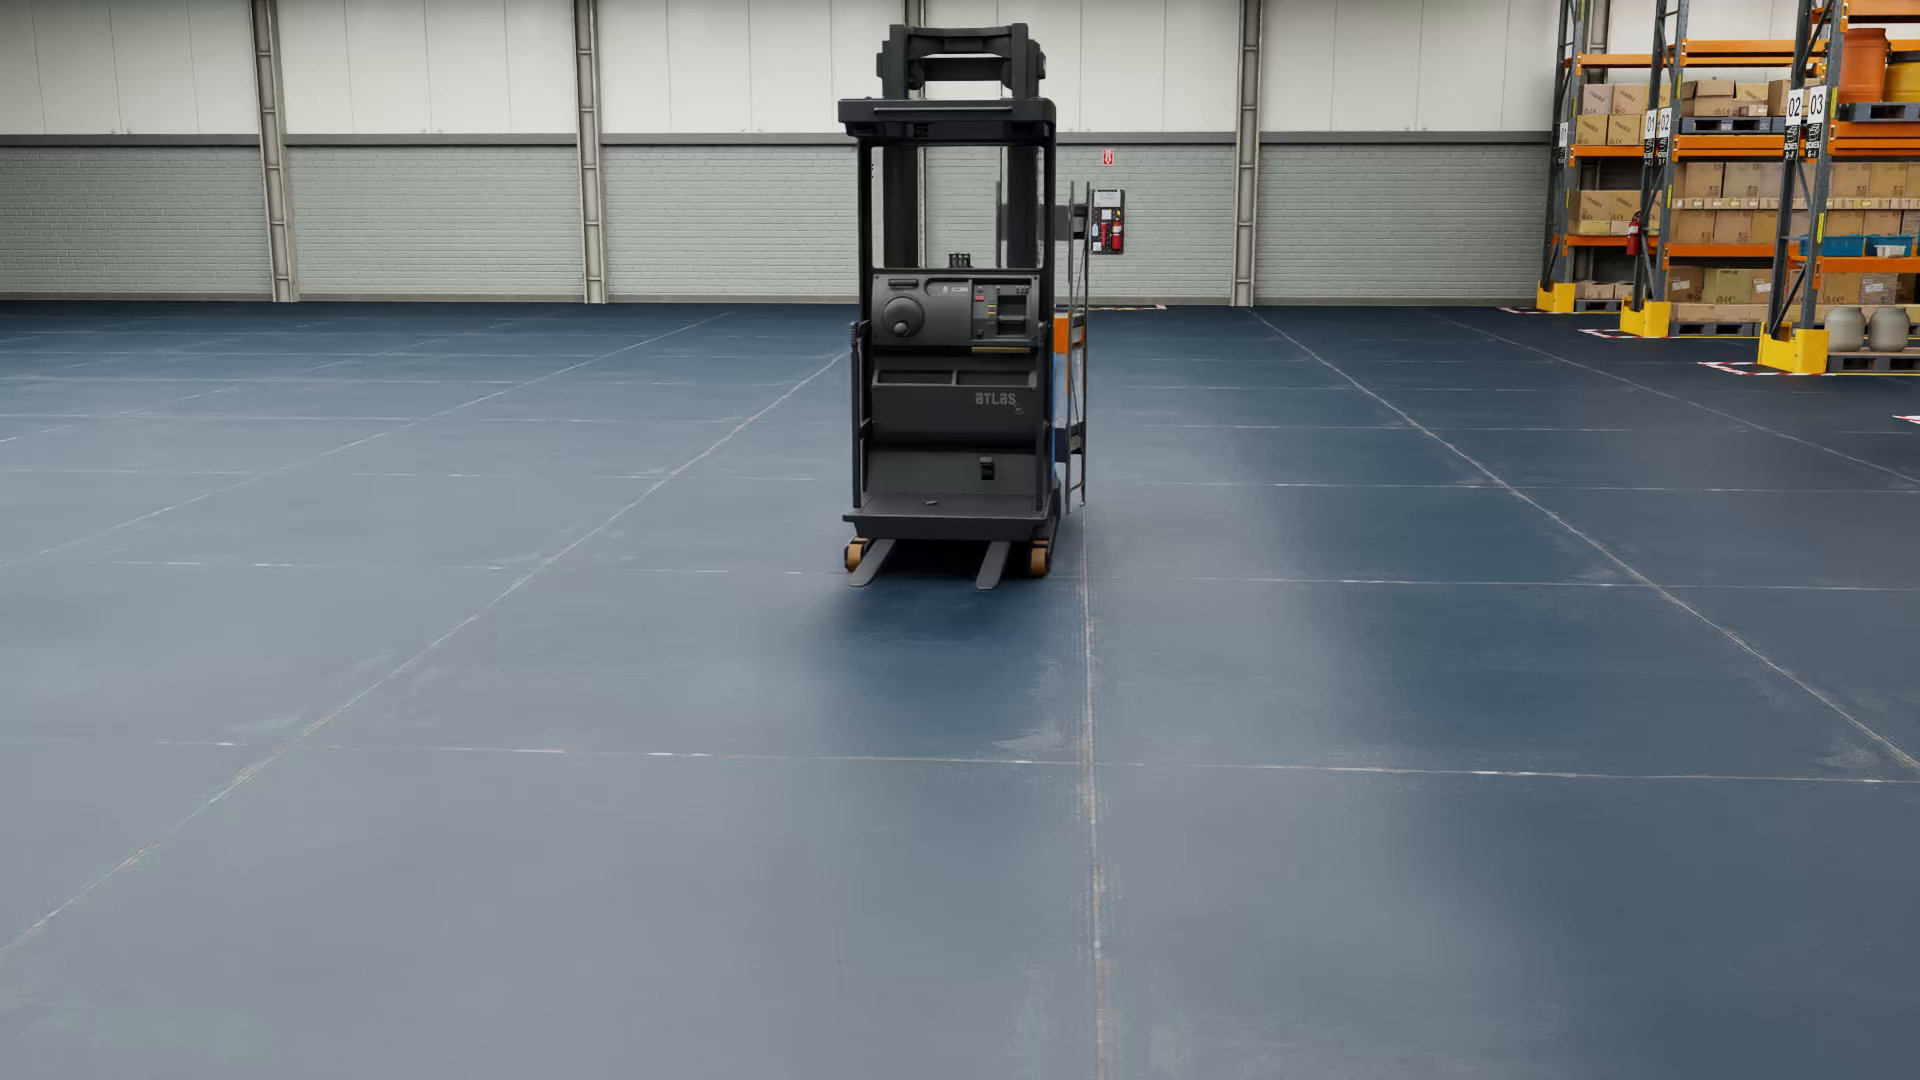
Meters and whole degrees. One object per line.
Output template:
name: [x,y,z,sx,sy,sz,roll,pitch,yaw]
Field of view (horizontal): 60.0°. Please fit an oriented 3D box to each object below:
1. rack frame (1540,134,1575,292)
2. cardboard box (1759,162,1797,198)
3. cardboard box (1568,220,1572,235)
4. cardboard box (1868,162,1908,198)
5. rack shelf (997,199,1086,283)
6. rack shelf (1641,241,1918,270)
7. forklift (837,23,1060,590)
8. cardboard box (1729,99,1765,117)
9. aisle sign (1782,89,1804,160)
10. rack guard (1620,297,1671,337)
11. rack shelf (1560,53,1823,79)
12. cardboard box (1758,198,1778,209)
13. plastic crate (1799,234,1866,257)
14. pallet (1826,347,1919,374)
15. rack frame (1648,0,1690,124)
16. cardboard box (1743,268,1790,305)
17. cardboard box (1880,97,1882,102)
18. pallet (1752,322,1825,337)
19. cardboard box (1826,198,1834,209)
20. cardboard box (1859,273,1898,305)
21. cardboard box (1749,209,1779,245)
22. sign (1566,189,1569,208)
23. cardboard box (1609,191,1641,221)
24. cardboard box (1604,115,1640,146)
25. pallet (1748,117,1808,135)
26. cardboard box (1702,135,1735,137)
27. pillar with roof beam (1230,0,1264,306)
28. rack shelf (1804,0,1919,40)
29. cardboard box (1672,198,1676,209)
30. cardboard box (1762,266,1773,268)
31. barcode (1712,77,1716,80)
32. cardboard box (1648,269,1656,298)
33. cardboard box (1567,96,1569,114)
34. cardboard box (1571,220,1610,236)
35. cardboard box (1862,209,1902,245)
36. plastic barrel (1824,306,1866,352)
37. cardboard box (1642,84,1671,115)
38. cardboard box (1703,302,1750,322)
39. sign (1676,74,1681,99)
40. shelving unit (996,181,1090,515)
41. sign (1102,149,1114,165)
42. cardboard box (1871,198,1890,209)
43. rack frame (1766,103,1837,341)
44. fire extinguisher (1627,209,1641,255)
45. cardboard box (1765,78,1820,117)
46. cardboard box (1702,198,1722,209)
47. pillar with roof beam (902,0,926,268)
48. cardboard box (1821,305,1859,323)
rack frame: [10.385,-5.510,28.954,0.127,3.000,1.000,1,12,4]
cardboard box: [11.604,-5.159,23.865,0.500,0.500,0.700,1,12,4]
cardboard box: [10.865,-5.479,29.126,0.500,0.250,0.500,1,12,5]
cardboard box: [13.102,-5.138,23.765,0.500,0.500,0.700,1,12,4]
rack shelf: [0.530,-1.919,10.633,0.480,0.518,0.431,4,13,20]
rack shelf: [12.054,-4.118,24.058,4.000,0.370,1.077,1,12,4]
forklift: [-0.043,-1.304,9.013,1.130,2.935,3.031,1,12,5]
cardboard box: [11.225,-6.205,23.948,0.500,0.250,0.500,1,12,4]
aisle sign: [9.671,-4.820,19.307,0.004,0.787,0.394,1,12,4]
rack guard: [10.034,-3.275,24.373,0.348,0.500,1.175,1,12,4]
rack shelf: [12.381,-8.065,28.282,4.000,0.370,1.077,1,12,4]
cardboard box: [11.465,-4.801,23.737,0.250,0.149,0.380,0,12,2]
plastic crate: [10.243,-3.467,19.553,0.616,0.251,0.499,1,12,4]
pallet: [10.612,-2.117,19.546,1.213,0.211,1.003,1,12,4]
rack frame: [10.058,-7.434,23.501,0.127,3.000,1.000,1,12,4]
cardboard box: [11.577,-3.661,23.974,0.500,0.500,0.500,1,12,4]
cardboard box: [13.025,-6.210,23.824,0.500,0.311,0.500,0,12,1]
pallet: [12.038,-3.114,24.309,1.213,0.211,1.003,1,12,4]
cardboard box: [12.231,-4.790,23.685,0.250,0.149,0.380,1,12,6]
cardboard box: [13.074,-3.641,23.876,0.500,0.500,0.500,1,12,4]
cardboard box: [11.542,-4.524,23.994,0.500,0.500,0.700,1,12,4]
sign: [10.349,-5.823,28.335,0.005,0.325,0.100,1,12,4]
cardboard box: [11.334,-5.736,28.523,0.500,0.500,0.500,1,12,4]
cardboard box: [11.236,-6.966,28.298,0.500,0.500,0.500,2,12,8]
pallet: [11.982,-5.892,23.669,1.213,0.211,1.003,1,12,4]
cardboard box: [12.797,-6.948,28.209,0.500,0.500,0.500,0,12,2]
pillar with roof beam: [4.867,-7.816,25.326,0.400,9.000,9.100,1,12,4]
rack shelf: [11.719,-5.847,18.648,4.000,0.370,1.077,1,12,4]
cardboard box: [10.452,-4.898,24.200,0.250,0.149,0.380,1,12,3]
cardboard box: [12.111,-3.760,24.448,0.500,0.500,0.500,1,12,4]
barcode: [13.018,-7.960,28.701,0.075,0.075,0.001,1,12,4]
cardboard box: [12.367,-4.446,28.897,0.500,0.500,0.700,0,12,0]
cardboard box: [10.833,-7.574,28.759,0.500,0.500,0.500,1,12,6]
cardboard box: [10.851,-5.375,28.625,0.500,0.250,0.500,0,12,2]
cardboard box: [13.079,-4.503,23.895,0.500,0.500,0.700,1,12,3]
plastic barrel: [10.385,-2.480,19.521,0.421,0.512,0.421,0,12,0]
cardboard box: [11.763,-7.449,28.165,0.500,0.500,0.500,1,12,5]
cardboard box: [11.077,-3.299,24.072,0.500,0.250,0.500,1,12,4]
sign: [10.015,-6.319,23.169,0.005,0.325,0.100,1,12,4]
shelving unit: [0.530,-1.248,10.774,0.503,2.100,0.431,4,13,20]
sign: [2.690,-6.956,30.204,0.199,0.298,0.001,1,12,4]
cardboard box: [12.993,-4.780,23.635,0.250,0.149,0.380,1,12,4]
rack frame: [9.723,-3.486,19.278,0.127,3.000,1.000,1,12,4]
fire extinguisher: [9.971,-4.556,24.585,0.183,0.674,0.296,1,12,4]
cardboard box: [11.697,-6.210,23.365,0.500,0.500,0.500,1,12,4]
cardboard box: [10.699,-4.812,23.788,0.250,0.149,0.380,0,12,2]
pillar with roof beam: [-1.119,-7.898,25.719,0.400,9.000,9.100,1,12,4]
cardboard box: [12.574,-3.277,23.970,0.500,0.250,0.500,1,12,4]
